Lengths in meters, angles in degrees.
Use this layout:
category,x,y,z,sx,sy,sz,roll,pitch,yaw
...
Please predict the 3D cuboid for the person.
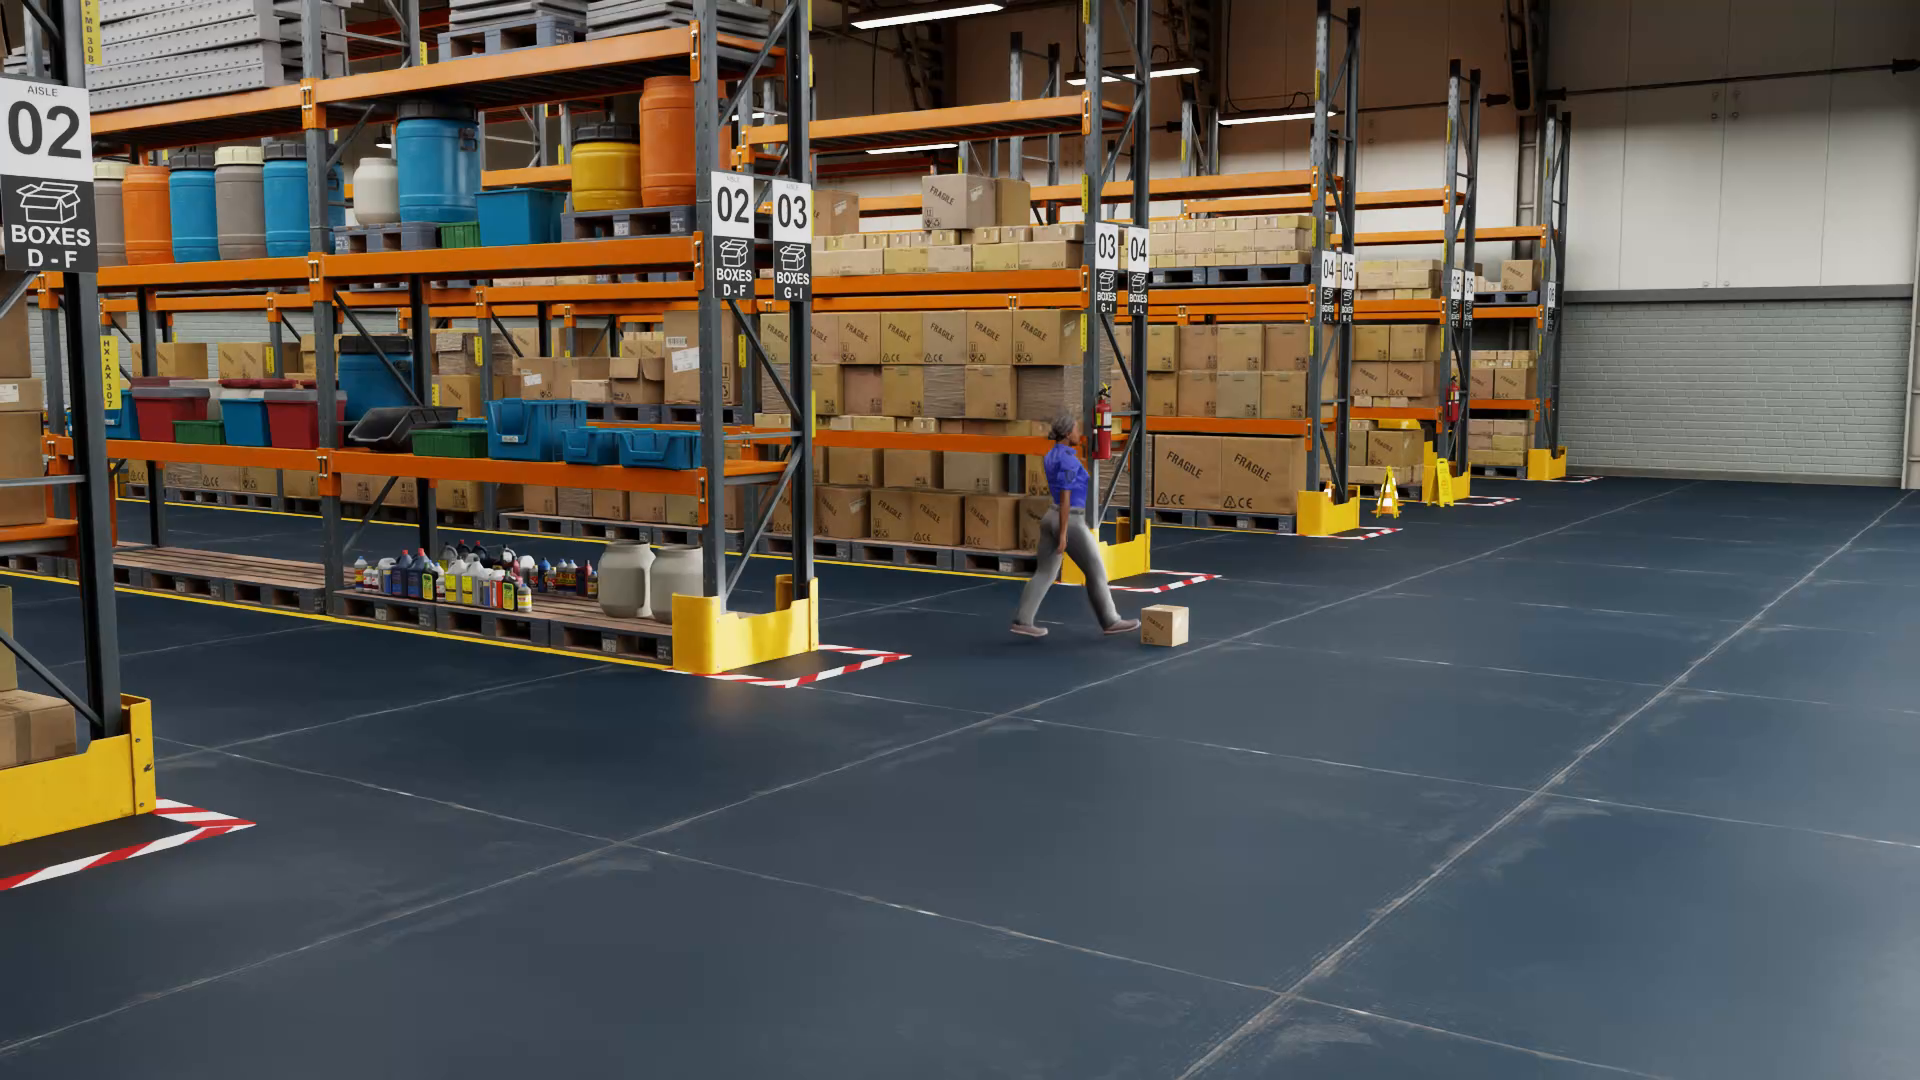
category,x,y,z,sx,sy,sz,roll,pitch,yaw
person,0.820,-0.107,11.957,0.957,1.599,0.458,-3,7,-27
